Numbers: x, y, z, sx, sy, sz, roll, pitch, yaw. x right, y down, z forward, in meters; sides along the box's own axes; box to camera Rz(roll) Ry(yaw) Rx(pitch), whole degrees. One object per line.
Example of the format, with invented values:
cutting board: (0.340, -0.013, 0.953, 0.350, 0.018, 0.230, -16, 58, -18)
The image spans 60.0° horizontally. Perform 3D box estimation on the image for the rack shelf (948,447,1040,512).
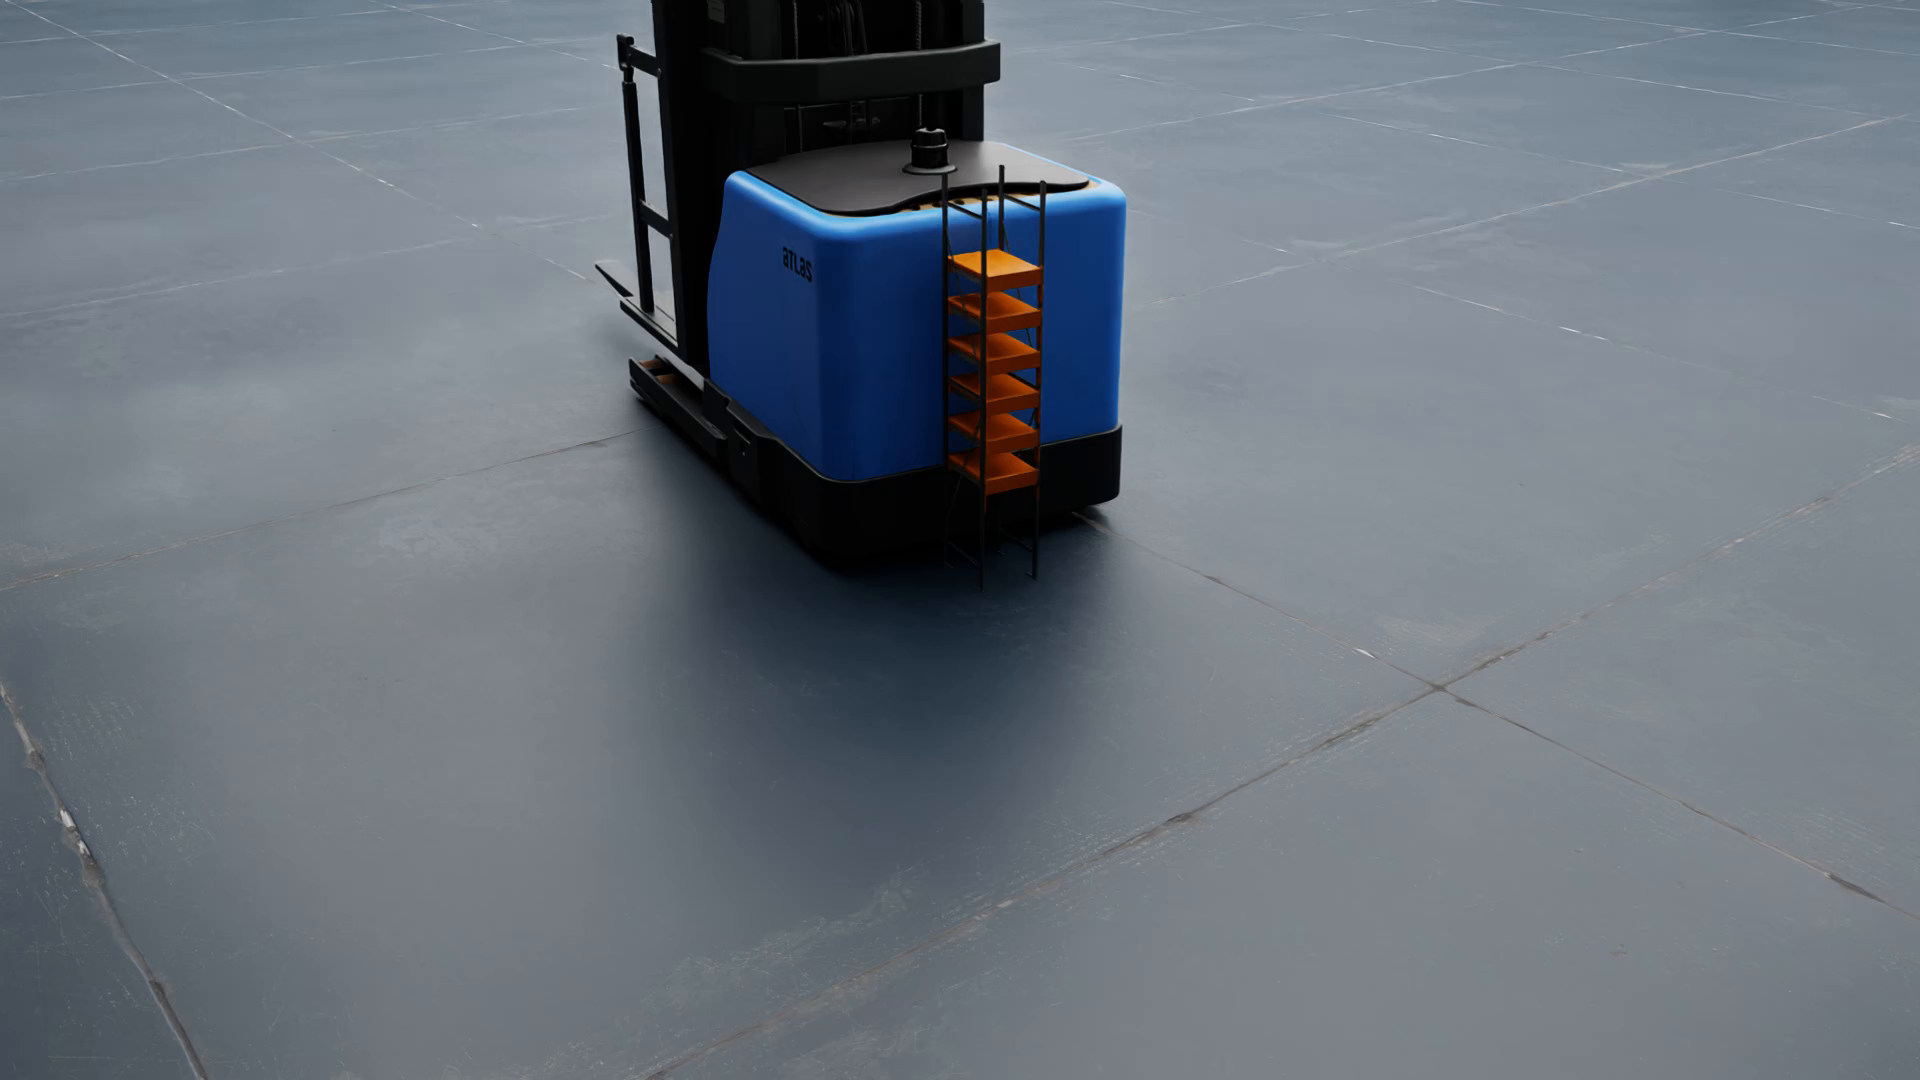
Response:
rack shelf: (0.091, -0.190, 4.909, 0.180, 0.103, 0.258, -13, 28, -26)

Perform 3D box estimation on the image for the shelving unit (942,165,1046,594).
shelving unit: (0.091, -0.448, 4.789, 0.189, 1.200, 0.258, -13, 28, -26)

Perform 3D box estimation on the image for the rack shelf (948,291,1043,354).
rack shelf: (0.091, -0.625, 4.707, 0.180, 0.103, 0.258, -13, 28, -26)

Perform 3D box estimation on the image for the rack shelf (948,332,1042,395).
rack shelf: (0.091, -0.516, 4.757, 0.180, 0.103, 0.258, -13, 28, -26)

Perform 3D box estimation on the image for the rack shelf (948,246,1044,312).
rack shelf: (0.091, -0.734, 4.656, 0.180, 0.103, 0.258, -13, 28, -26)

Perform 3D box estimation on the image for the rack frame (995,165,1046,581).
rack frame: (0.171, -0.466, 4.830, 0.006, 1.200, 0.240, -13, 28, -26)

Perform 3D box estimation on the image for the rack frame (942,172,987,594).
rack frame: (0.011, -0.429, 4.749, 0.006, 1.200, 0.240, -13, 28, -26)

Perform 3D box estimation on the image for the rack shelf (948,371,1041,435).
rack shelf: (0.091, -0.407, 4.808, 0.180, 0.103, 0.258, -13, 28, -26)

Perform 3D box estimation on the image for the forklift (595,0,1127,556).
forklift: (-0.614, -1.866, 5.789, 1.130, 2.935, 3.031, -13, 28, -25)

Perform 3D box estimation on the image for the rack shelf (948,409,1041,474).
rack shelf: (0.091, -0.298, 4.858, 0.180, 0.103, 0.258, -13, 28, -26)
